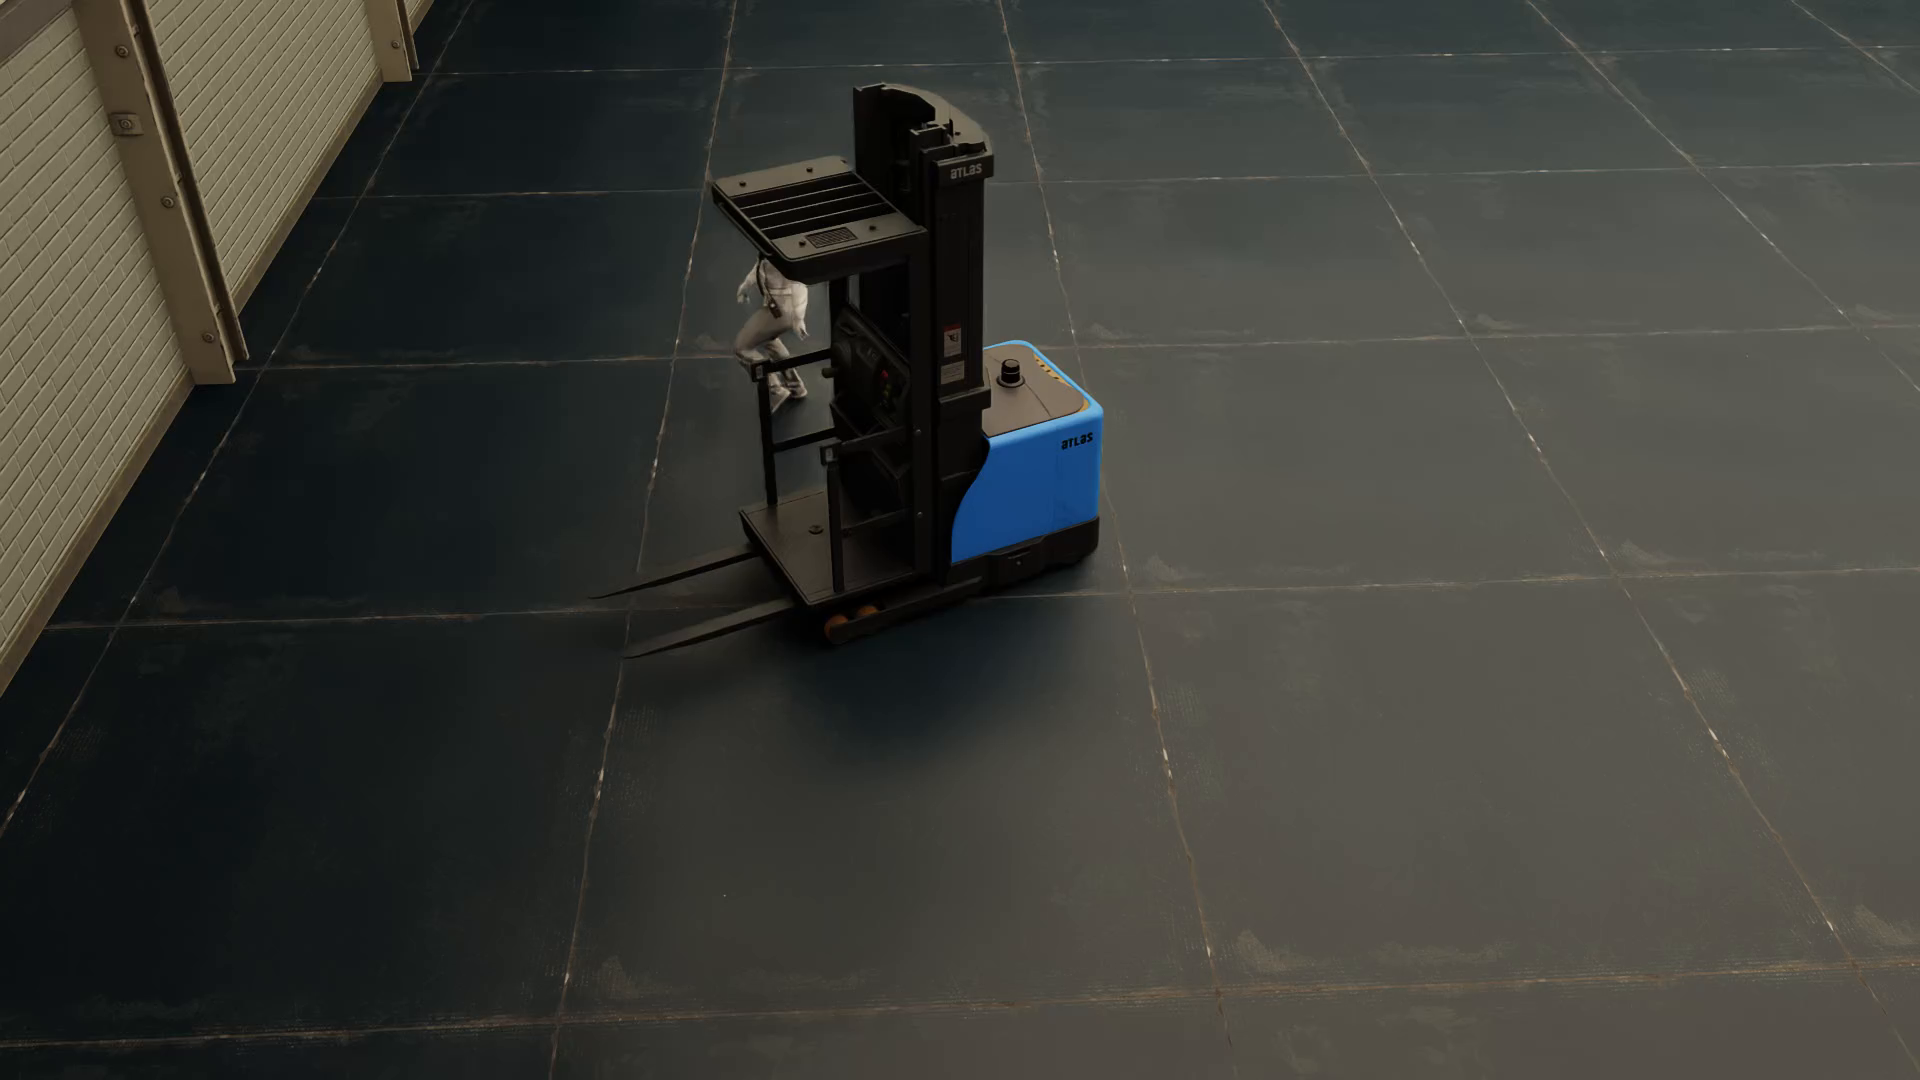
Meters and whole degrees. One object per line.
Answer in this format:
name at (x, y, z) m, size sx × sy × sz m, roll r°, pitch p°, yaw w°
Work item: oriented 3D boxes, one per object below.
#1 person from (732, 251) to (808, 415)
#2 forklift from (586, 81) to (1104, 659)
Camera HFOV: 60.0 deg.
person at (-1.272, -1.596, 11.360) m, size 0.615 × 1.581 × 0.703 m, roll 5°, pitch 36°, yaw 6°
forklift at (-0.687, -0.937, 9.297) m, size 3.031 × 2.935 × 1.130 m, roll -17°, pitch 39°, yaw -22°
